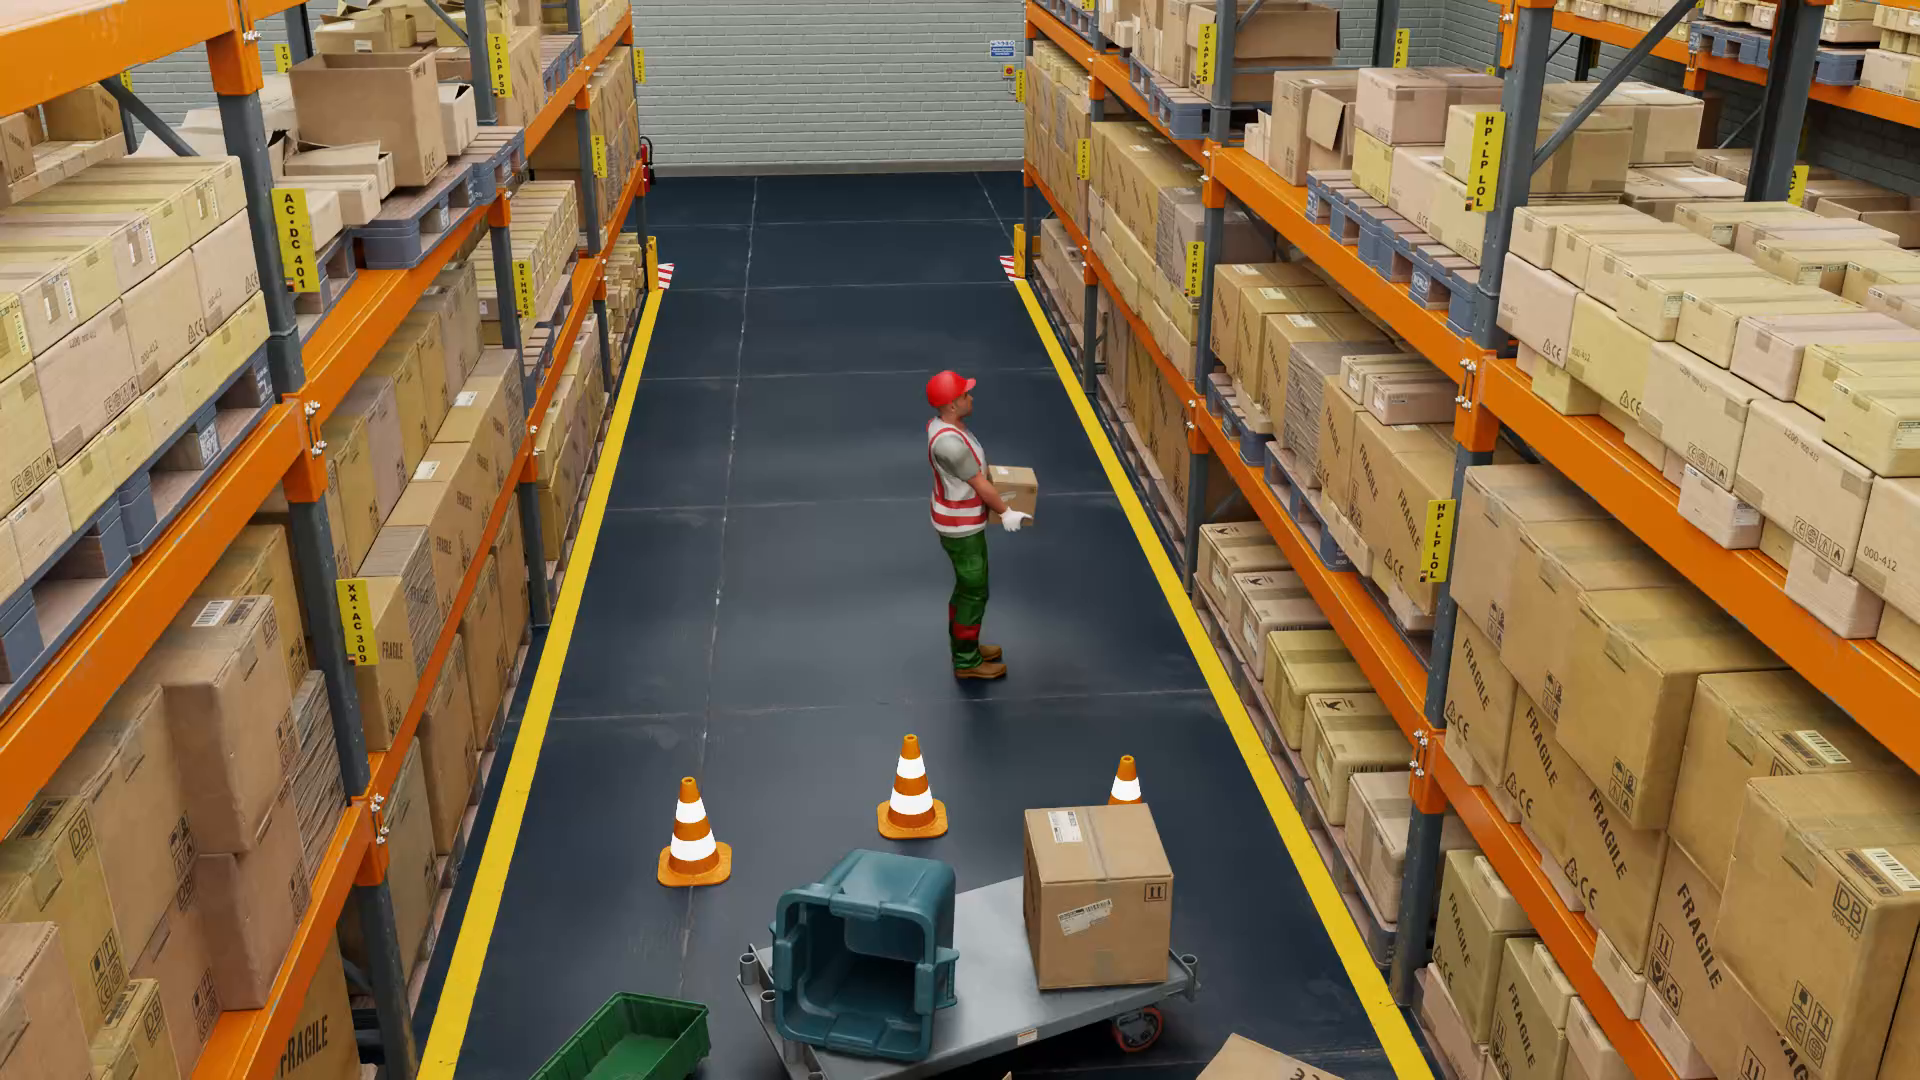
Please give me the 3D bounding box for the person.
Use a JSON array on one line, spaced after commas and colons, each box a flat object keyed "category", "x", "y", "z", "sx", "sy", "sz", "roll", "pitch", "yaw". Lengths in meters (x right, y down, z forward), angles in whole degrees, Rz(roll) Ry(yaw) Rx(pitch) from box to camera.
[{"category": "person", "x": 0.103, "y": -0.090, "z": 9.284, "sx": 0.573, "sy": 1.782, "sz": 0.494, "roll": -2, "pitch": 24, "yaw": -5}]
